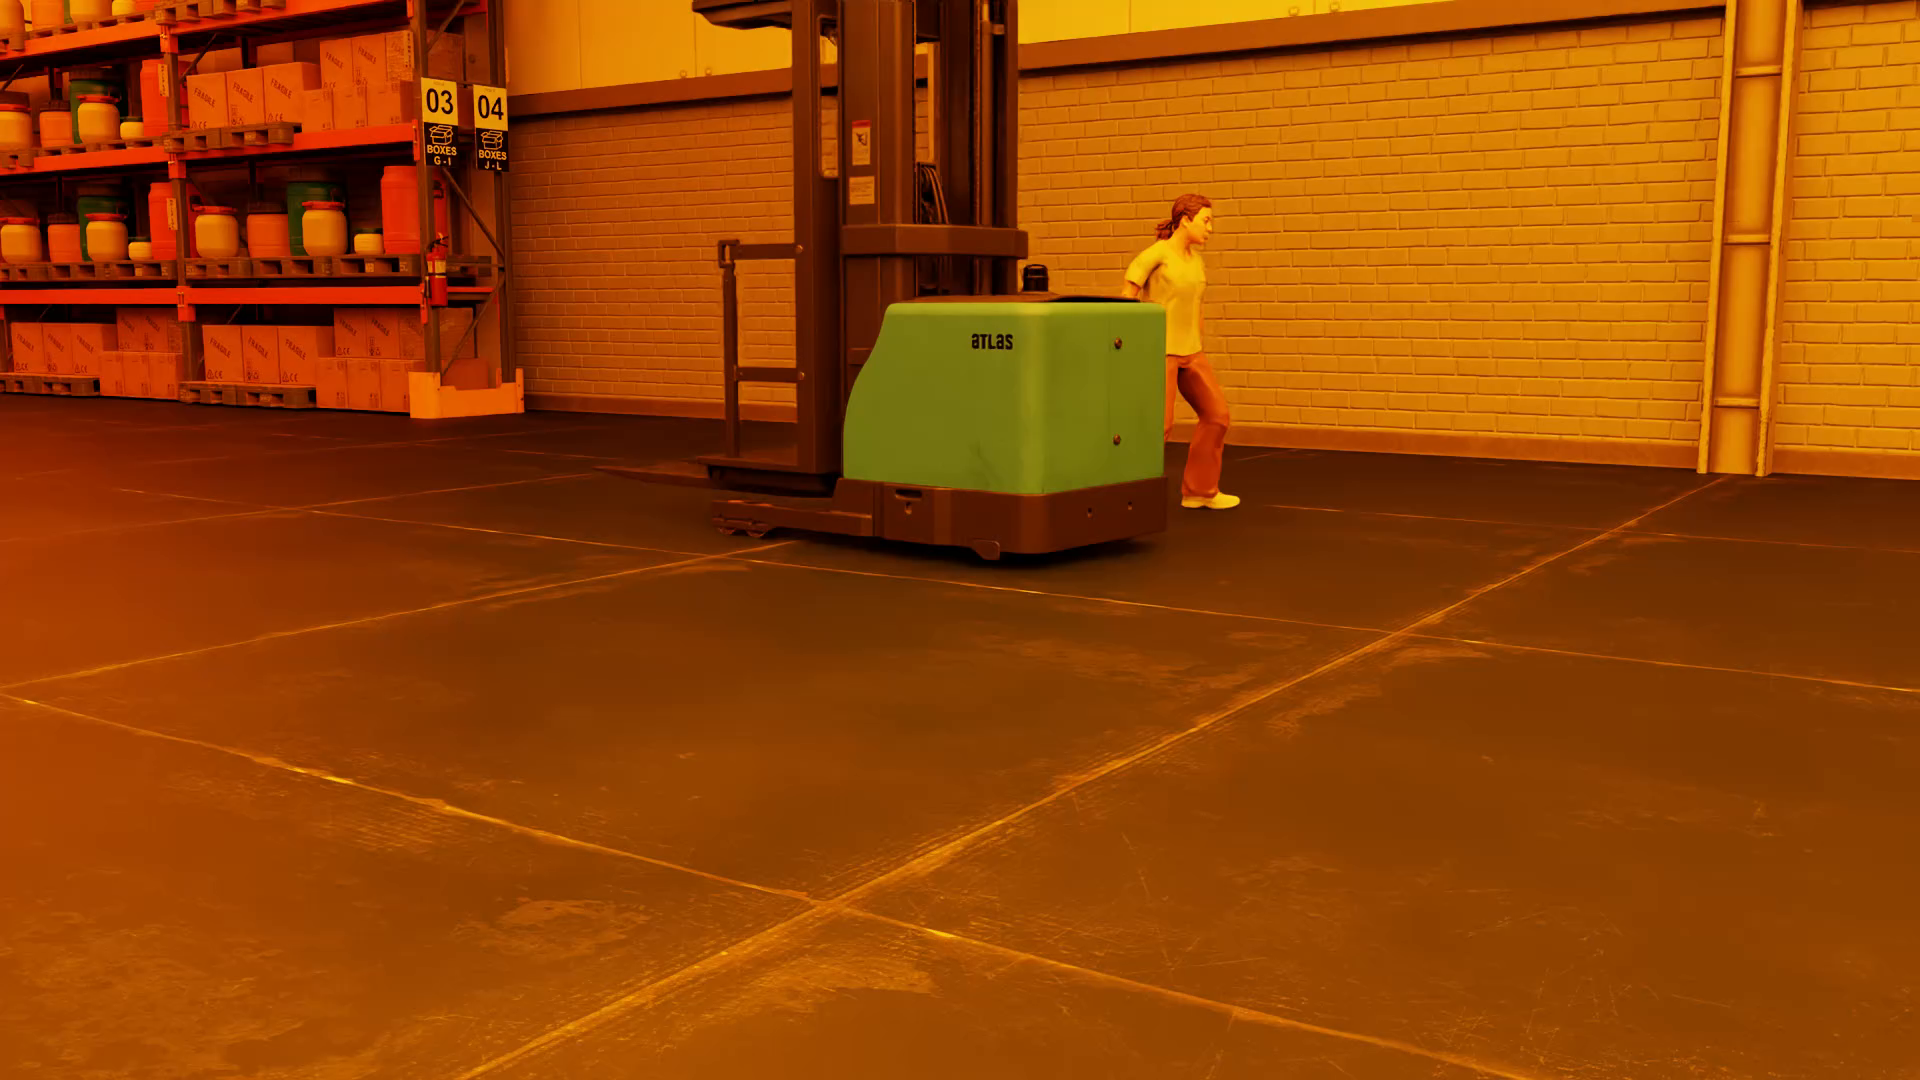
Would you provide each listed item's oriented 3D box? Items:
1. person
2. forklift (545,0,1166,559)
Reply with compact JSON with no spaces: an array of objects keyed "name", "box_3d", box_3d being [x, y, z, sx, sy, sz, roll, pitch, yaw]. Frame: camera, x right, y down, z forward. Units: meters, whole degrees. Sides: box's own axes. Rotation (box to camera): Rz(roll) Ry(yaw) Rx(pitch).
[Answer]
[{"name":"person","box_3d":[1.059,-0.960,8.577,0.790,1.646,0.383,-6,10,-38]},{"name":"forklift","box_3d":[-0.602,-1.496,7.713,3.031,2.935,1.130,5,9,29]}]
